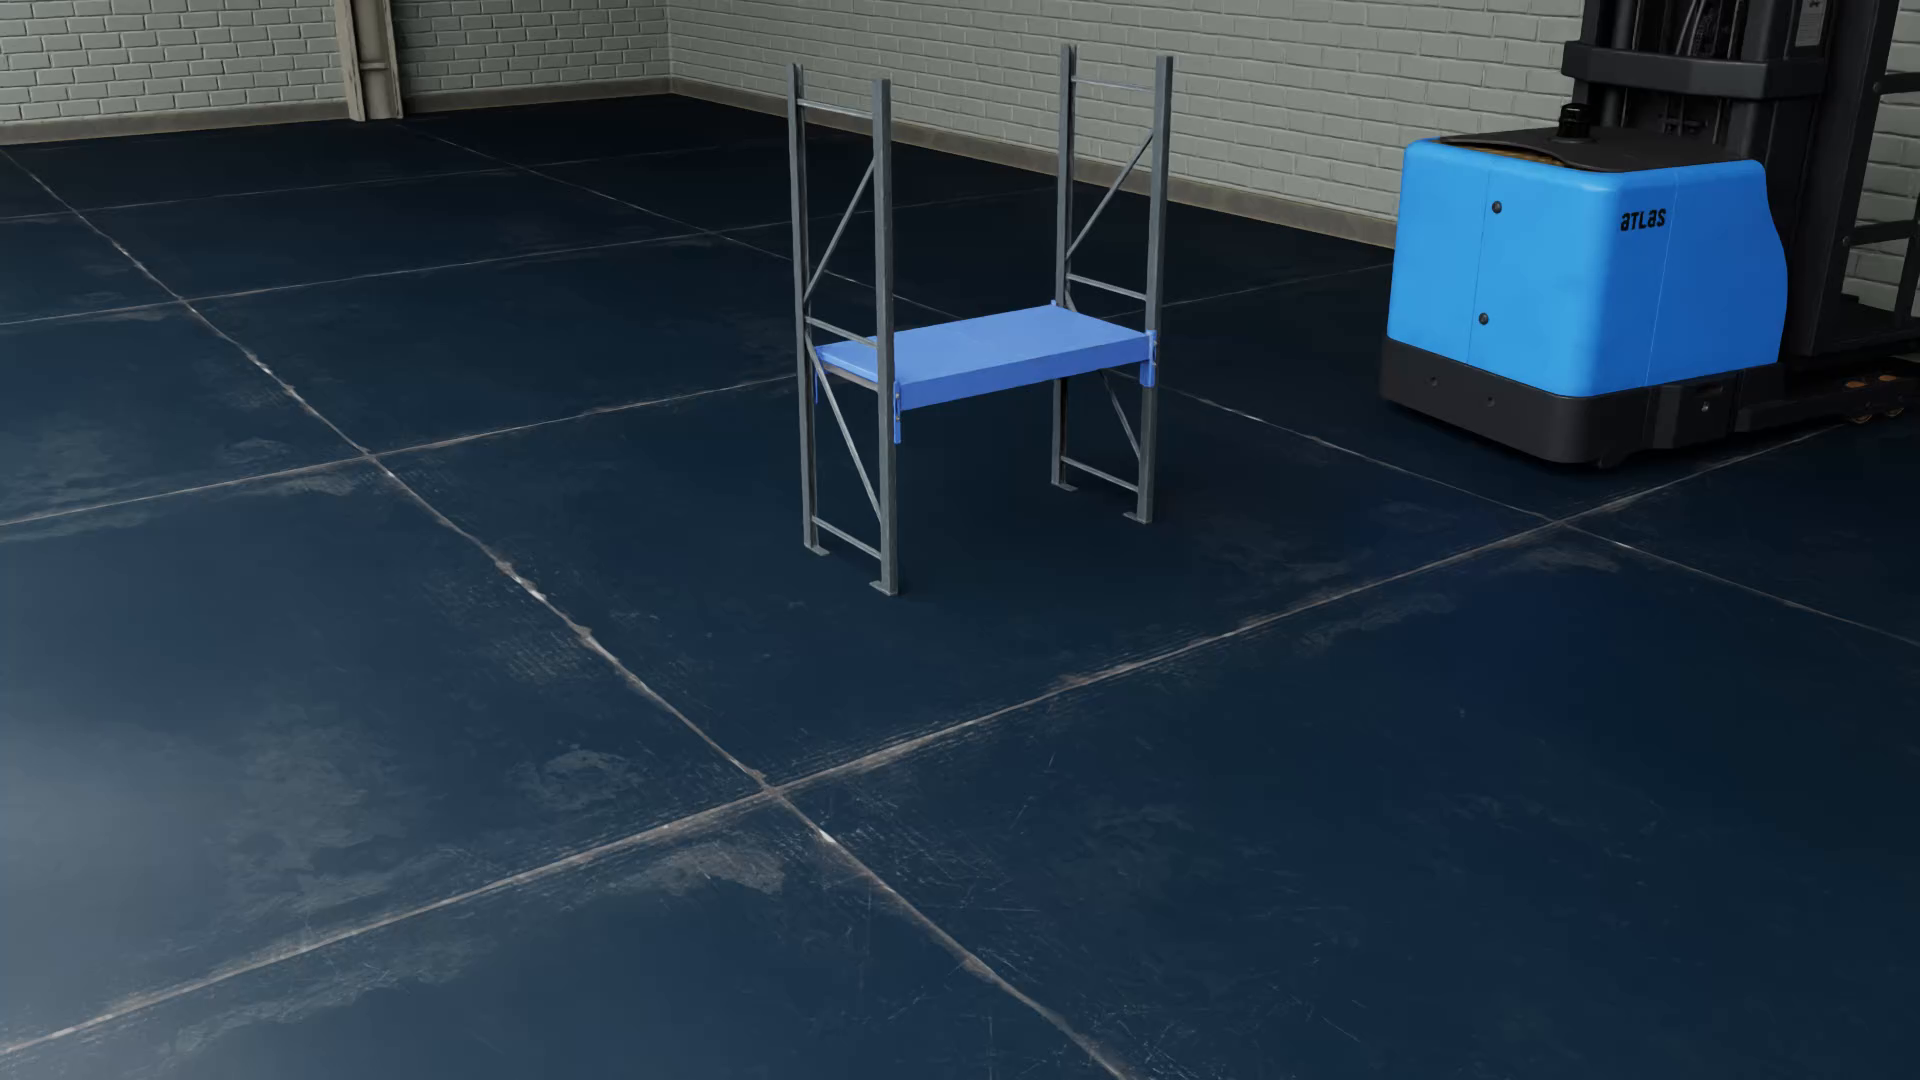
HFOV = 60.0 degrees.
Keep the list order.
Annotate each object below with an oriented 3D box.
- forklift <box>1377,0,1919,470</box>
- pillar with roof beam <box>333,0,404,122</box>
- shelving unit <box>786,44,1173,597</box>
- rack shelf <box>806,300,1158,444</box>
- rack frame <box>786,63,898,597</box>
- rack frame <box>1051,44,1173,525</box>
[{"bbox_3d":[3.223,-1.981,6.406,3.031,2.935,1.130,-11,24,-25],"label":"forklift"},{"bbox_3d":[-2.689,-6.648,9.915,0.400,9.000,9.100,-15,26,-33],"label":"pillar with roof beam"},{"bbox_3d":[0.069,-0.715,5.165,1.048,1.500,0.538,-15,26,-33],"label":"shelving unit"},{"bbox_3d":[0.069,-0.548,5.231,1.000,0.185,0.538,-15,26,-33],"label":"rack shelf"},{"bbox_3d":[-0.343,-0.605,4.889,0.032,1.500,0.500,-15,26,-33],"label":"rack frame"},{"bbox_3d":[0.482,-0.825,5.440,0.032,1.500,0.500,-15,26,-33],"label":"rack frame"}]
